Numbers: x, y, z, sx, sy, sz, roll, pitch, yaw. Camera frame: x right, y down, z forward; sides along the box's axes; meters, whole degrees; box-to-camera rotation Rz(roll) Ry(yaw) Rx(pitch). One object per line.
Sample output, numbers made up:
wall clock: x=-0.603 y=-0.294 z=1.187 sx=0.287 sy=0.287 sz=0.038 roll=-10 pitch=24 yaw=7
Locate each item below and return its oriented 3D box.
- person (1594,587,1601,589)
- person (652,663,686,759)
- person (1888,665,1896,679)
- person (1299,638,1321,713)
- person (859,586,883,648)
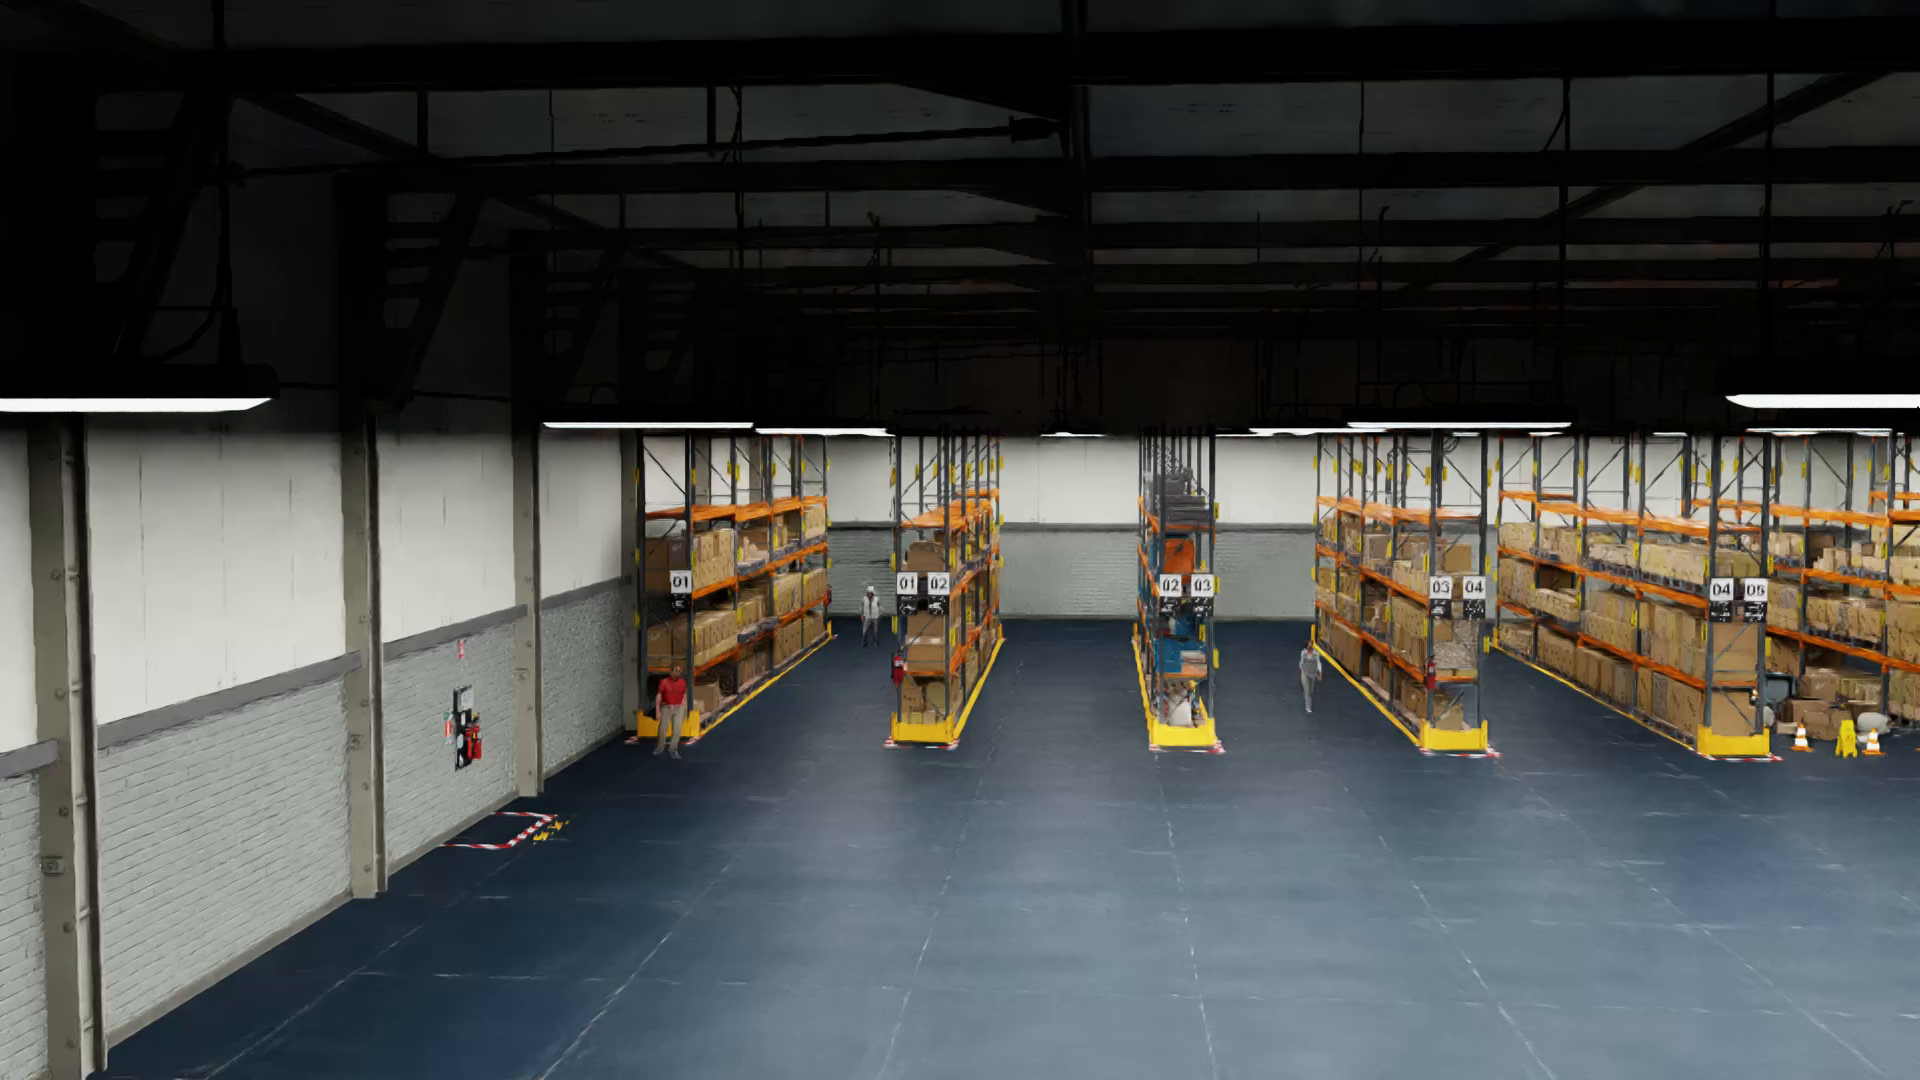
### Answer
person: x=17.164 y=2.118 z=44.876 sx=0.586 sy=1.718 sz=0.639 roll=2 pitch=4 yaw=29
person: x=-5.221 y=3.052 z=29.846 sx=0.593 sy=1.713 sz=0.569 roll=-2 pitch=4 yaw=-31
person: x=21.244 y=2.564 z=38.070 sx=0.458 sy=1.664 sz=0.524 roll=3 pitch=4 yaw=36
person: x=7.347 y=2.821 z=34.882 sx=0.432 sy=1.537 sz=0.948 roll=0 pitch=3 yaw=4
person: x=-2.439 y=2.102 z=45.470 sx=0.677 sy=1.726 sz=0.574 roll=0 pitch=3 yaw=2
